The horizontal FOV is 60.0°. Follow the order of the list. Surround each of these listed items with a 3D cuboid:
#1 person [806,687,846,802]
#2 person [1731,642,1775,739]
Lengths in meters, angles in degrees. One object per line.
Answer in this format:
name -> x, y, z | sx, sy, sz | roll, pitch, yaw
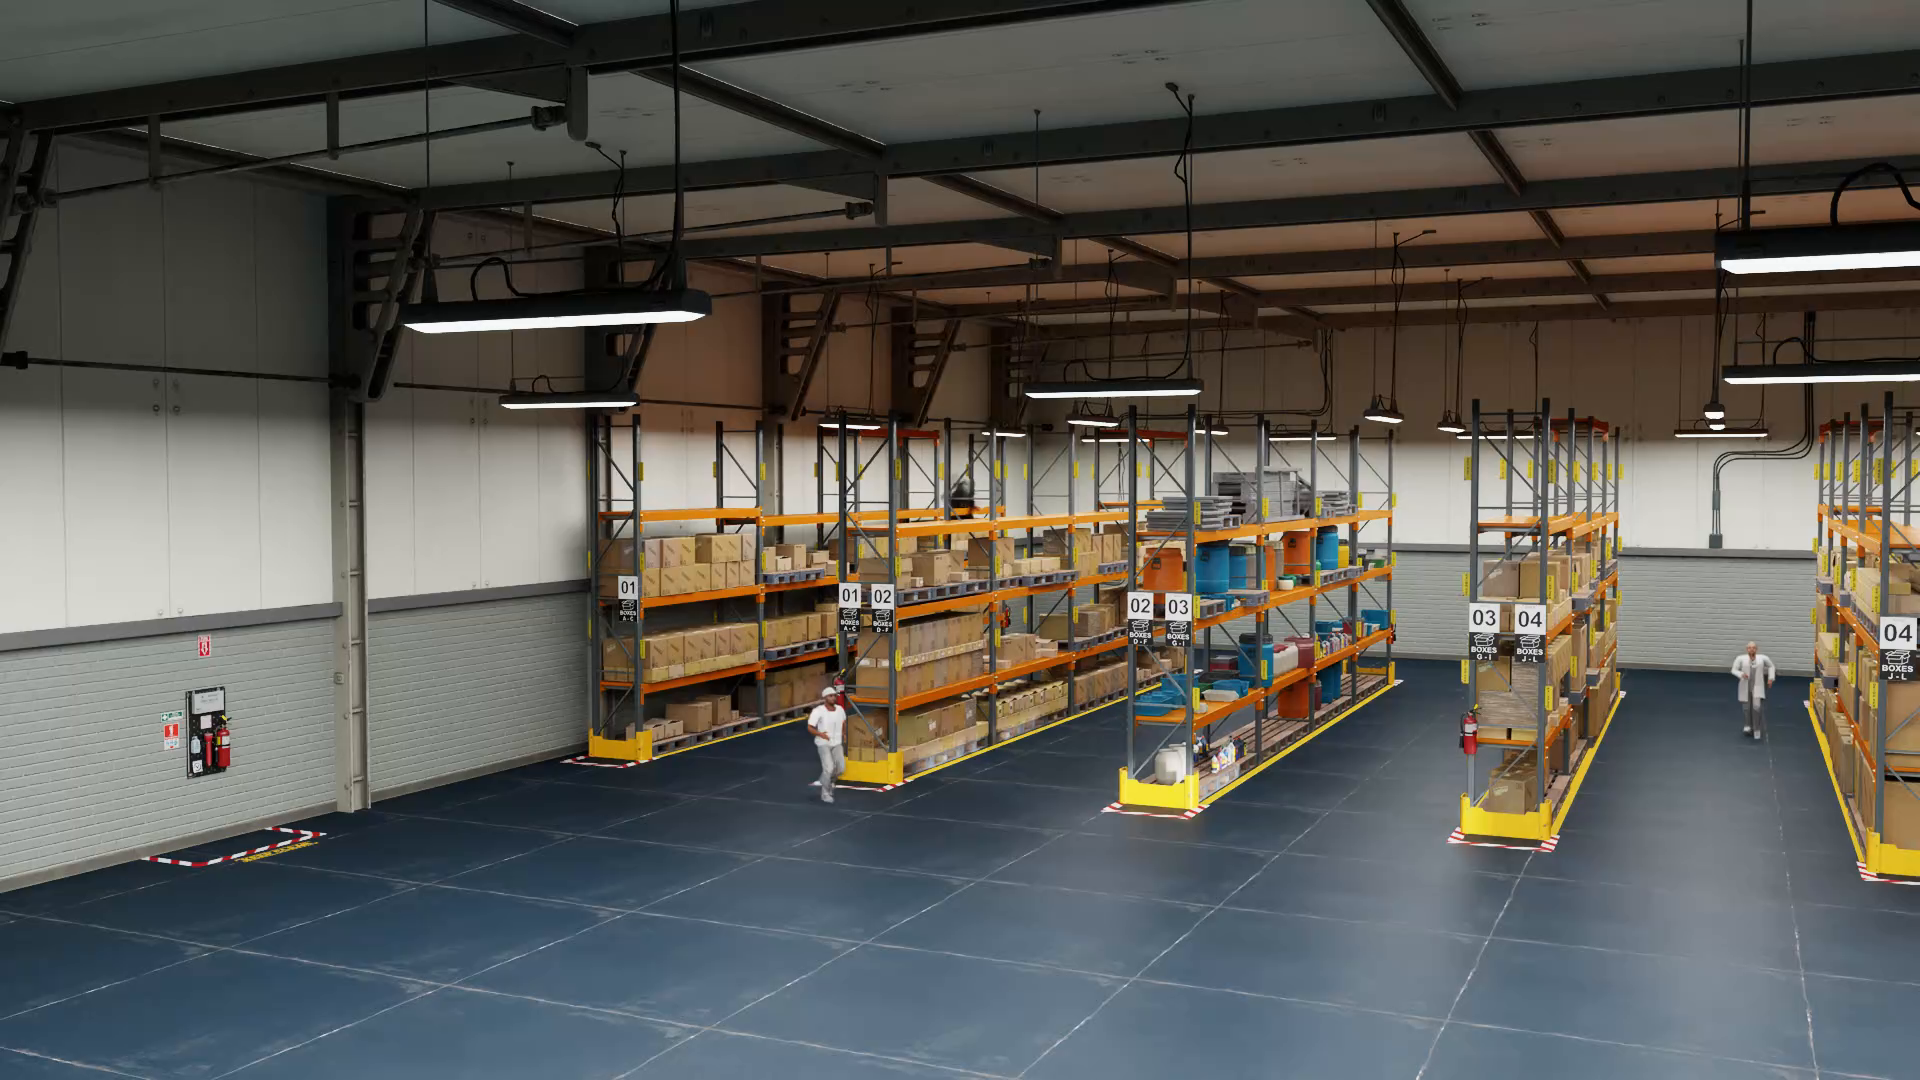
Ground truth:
person -> -1.969, 3.112, 25.318 | 0.749, 1.741, 0.582 | -2, 3, -36
person -> 14.947, 2.847, 31.355 | 0.740, 1.857, 0.811 | 1, 3, 27
